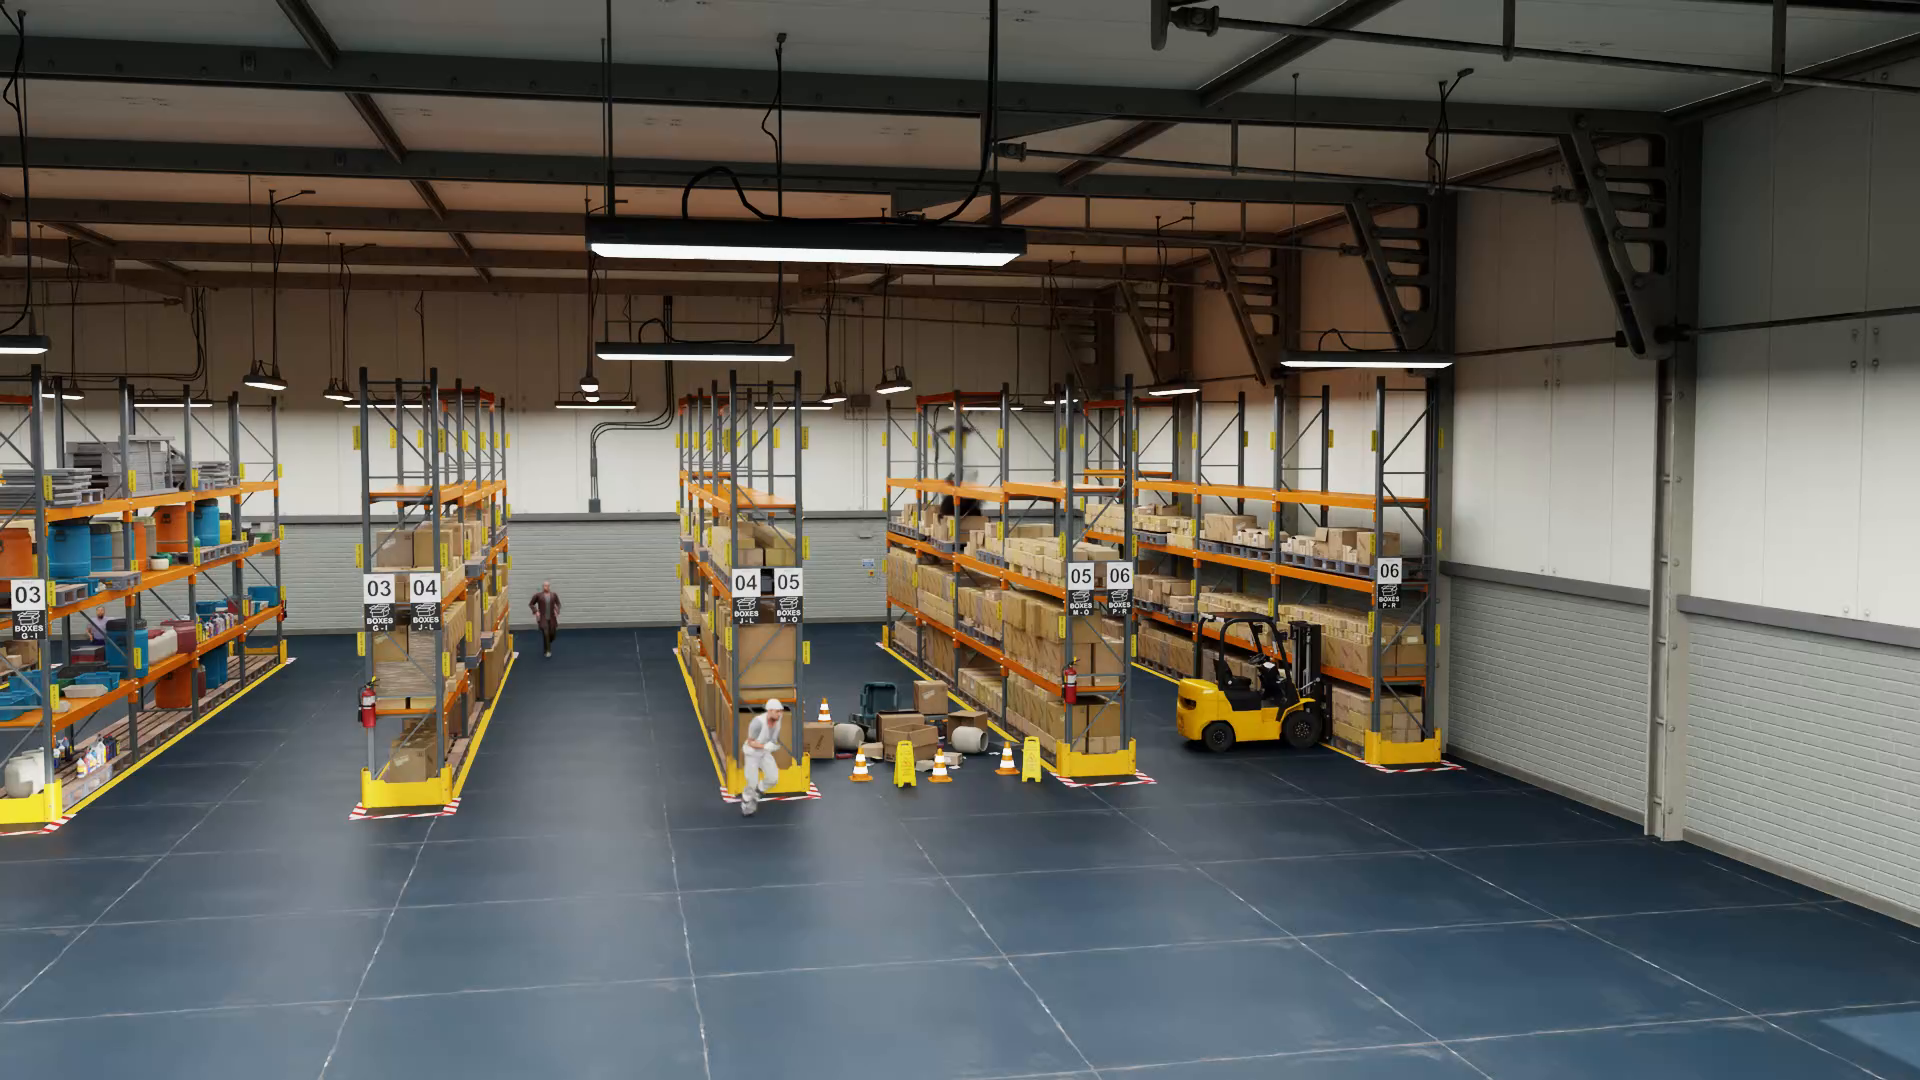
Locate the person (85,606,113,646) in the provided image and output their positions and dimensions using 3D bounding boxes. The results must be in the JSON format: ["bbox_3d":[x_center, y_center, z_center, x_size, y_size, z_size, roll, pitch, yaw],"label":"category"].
[{"bbox_3d":[-17.708,2.163,34.276,0.592,1.613,0.544,-1,4,-15],"label":"person"}]

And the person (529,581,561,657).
[{"bbox_3d":[-9.645,1.928,38.684,0.736,1.546,0.732,-2,4,-30],"label":"person"}]

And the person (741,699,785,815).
[{"bbox_3d":[-2.576,2.873,22.054,0.879,1.607,0.696,3,5,43],"label":"person"}]
